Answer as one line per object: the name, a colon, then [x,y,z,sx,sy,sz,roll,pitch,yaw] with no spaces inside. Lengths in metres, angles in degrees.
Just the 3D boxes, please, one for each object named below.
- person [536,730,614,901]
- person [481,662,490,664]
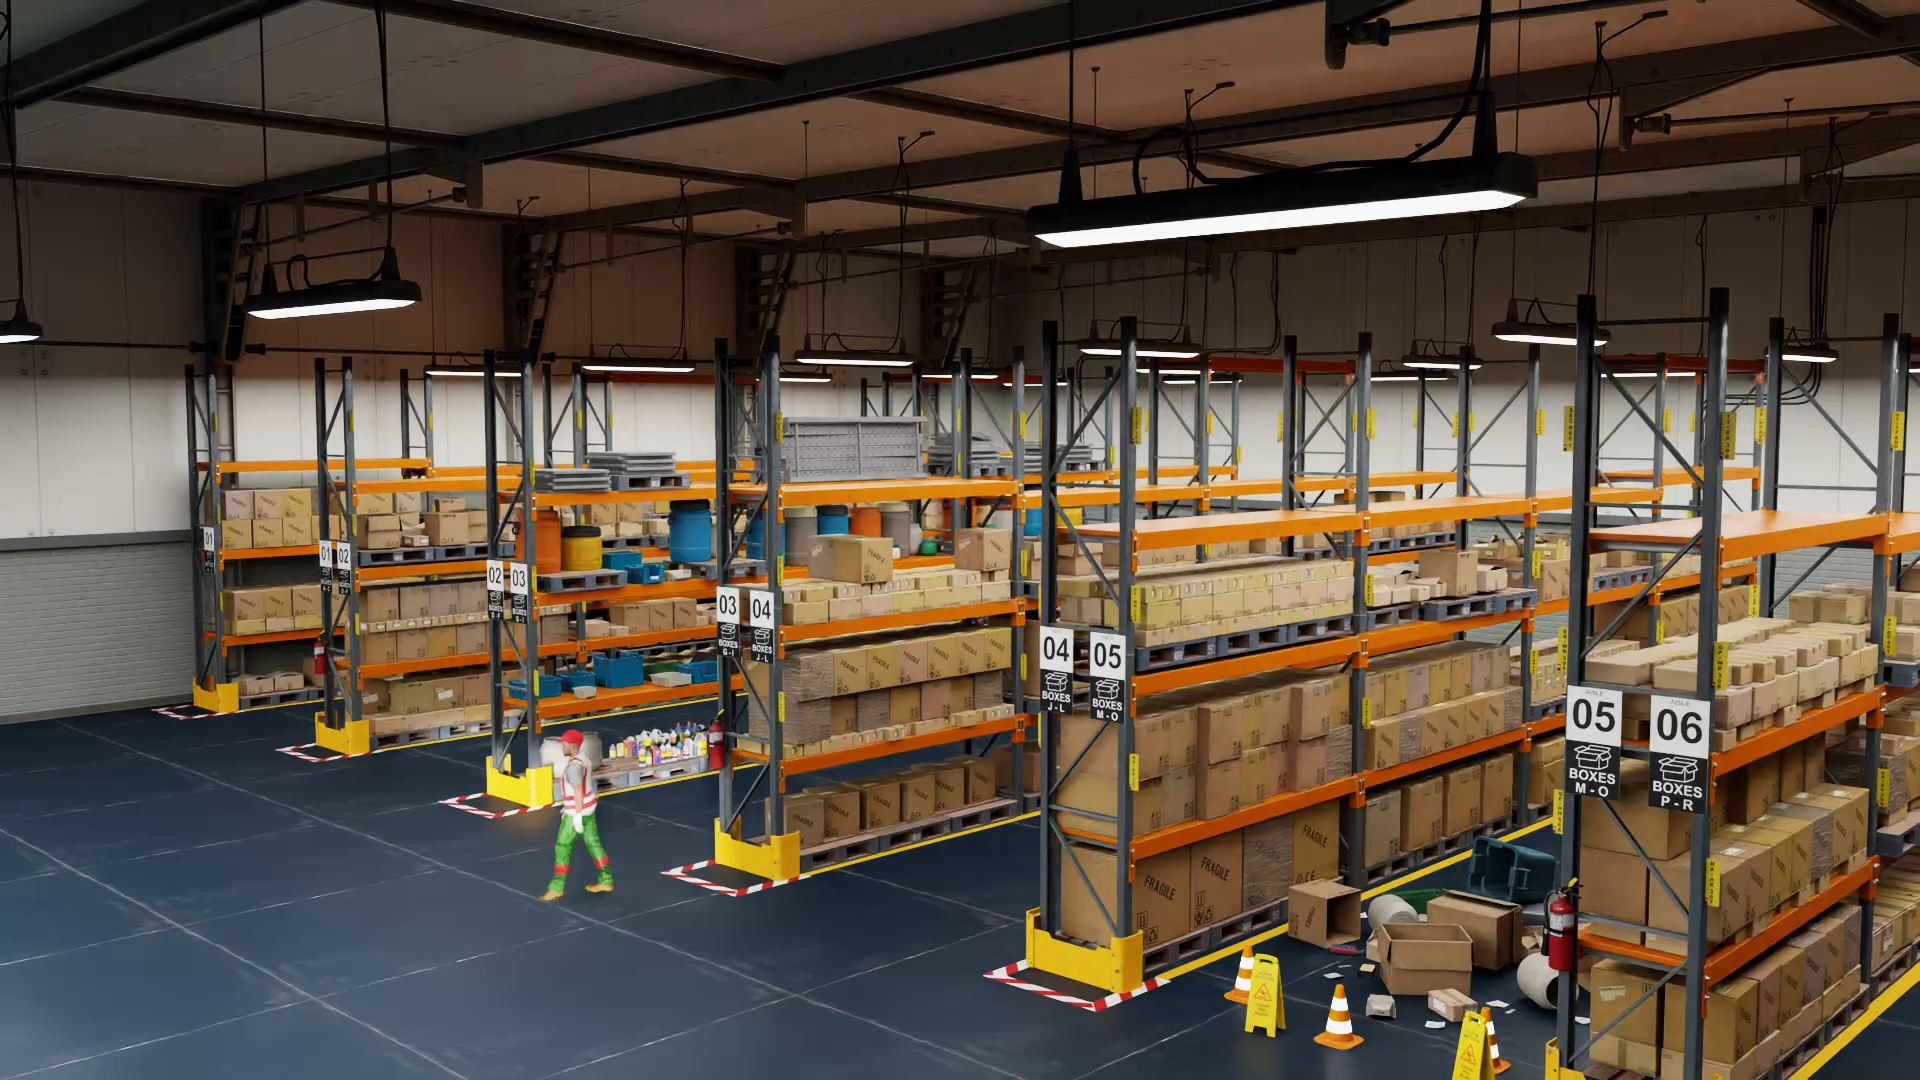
person: [-4.103,2.929,17.773,0.758,1.808,0.560,0,4,6]
person: [-8.608,1.955,30.586,0.667,1.763,0.753,4,6,40]
